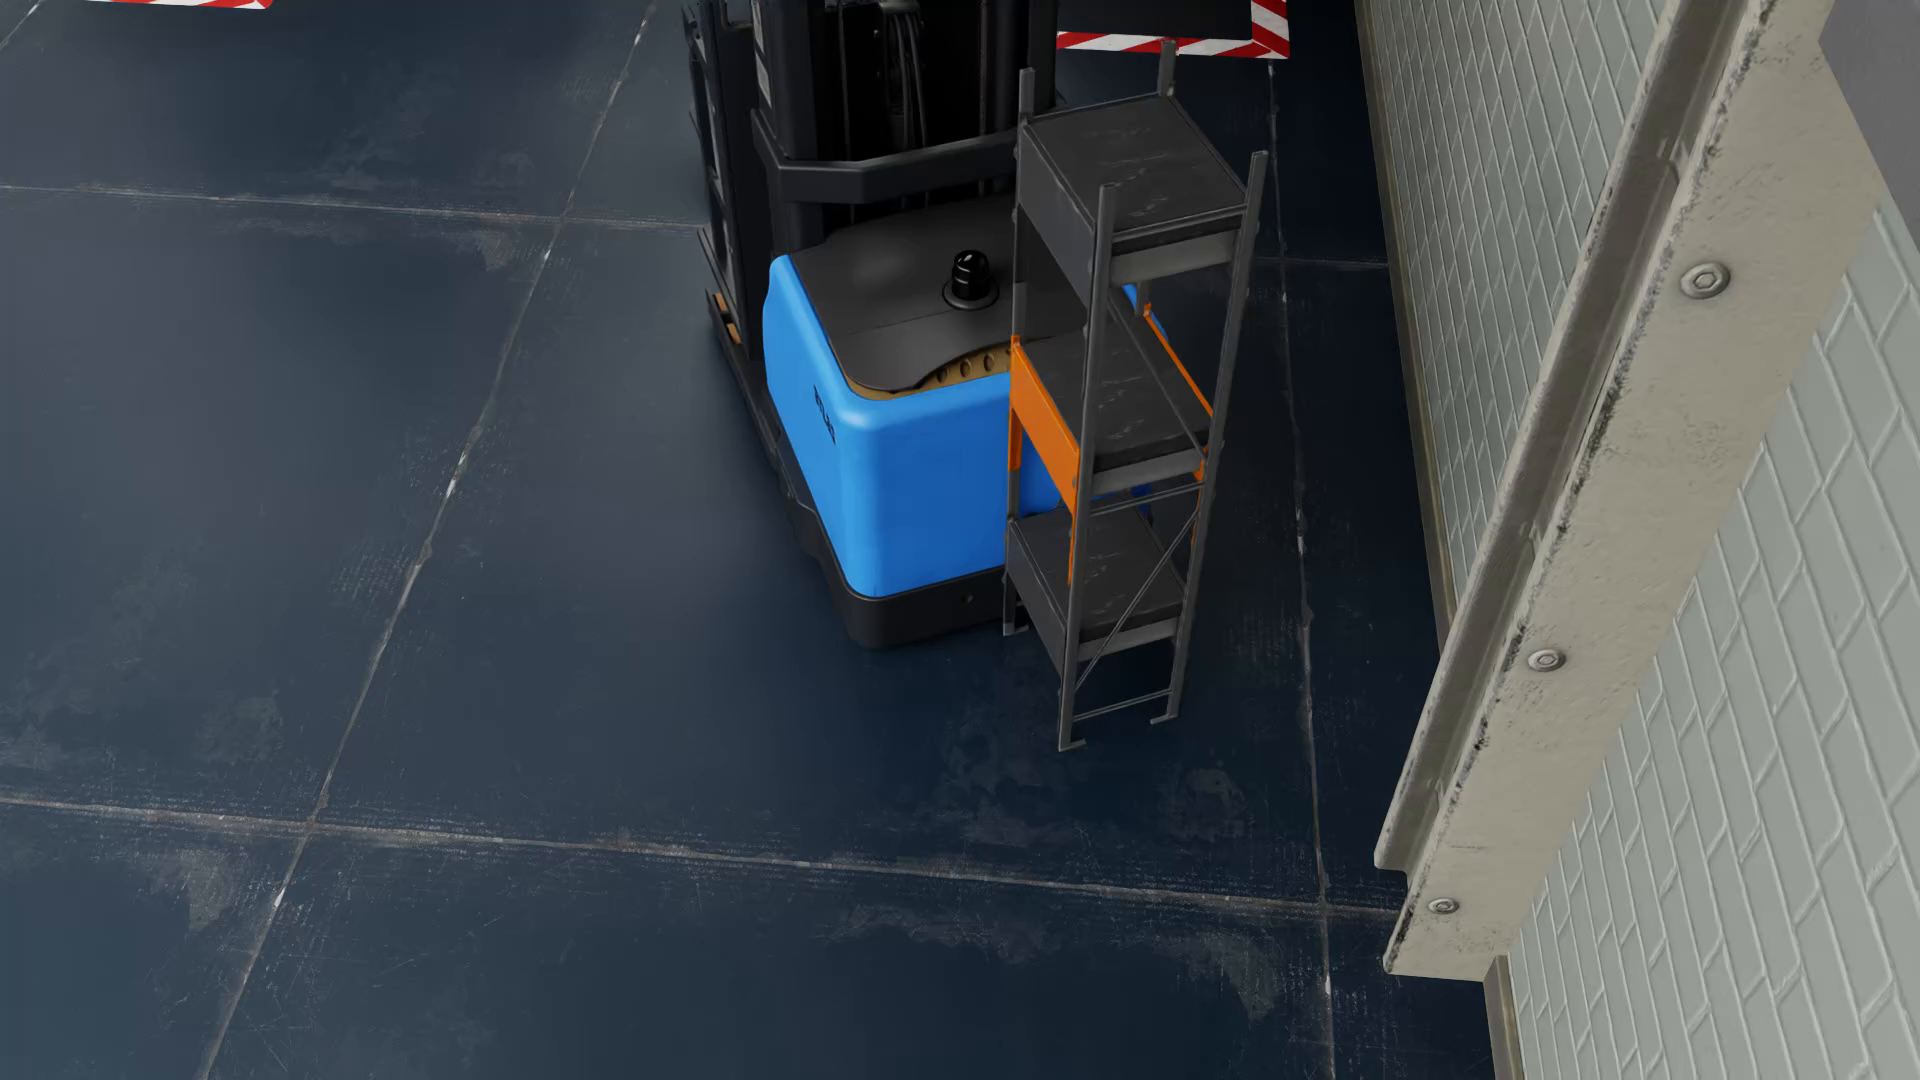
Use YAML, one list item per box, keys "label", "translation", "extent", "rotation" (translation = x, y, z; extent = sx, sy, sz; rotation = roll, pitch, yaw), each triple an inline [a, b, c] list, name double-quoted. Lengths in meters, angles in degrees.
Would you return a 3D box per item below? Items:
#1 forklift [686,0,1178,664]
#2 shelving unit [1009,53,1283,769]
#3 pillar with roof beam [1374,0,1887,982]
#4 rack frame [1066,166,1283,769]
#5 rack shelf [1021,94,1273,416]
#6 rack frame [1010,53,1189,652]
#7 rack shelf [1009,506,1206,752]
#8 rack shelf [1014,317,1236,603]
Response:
- label: "forklift"
  translation: [-0.318, -1.705, 5.323]
  extent: [1.130, 2.935, 3.031]
  rotation: [-15, 49, -13]
- label: "shelving unit"
  translation: [0.435, -0.228, 4.536]
  extent: [0.431, 2.100, 0.503]
  rotation: [-15, 49, -13]
- label: "pillar with roof beam"
  translation: [-2.930, -2.252, 1.712]
  extent: [9.100, 9.000, 0.400]
  rotation: [4, 48, 4]
- label: "rack frame"
  translation: [0.517, -0.059, 4.381]
  extent: [0.400, 2.100, 0.015]
  rotation: [-15, 49, -13]
- label: "rack shelf"
  translation: [0.435, -0.692, 4.029]
  extent: [0.431, 0.518, 0.480]
  rotation: [-15, 49, -13]
- label: "rack frame"
  translation: [0.354, -0.398, 4.691]
  extent: [0.400, 2.100, 0.015]
  rotation: [-15, 49, -13]
- label: "rack shelf"
  translation: [0.435, 0.253, 5.063]
  extent: [0.431, 0.518, 0.480]
  rotation: [-15, 49, -13]
- label: "rack shelf"
  translation: [0.435, -0.219, 4.546]
  extent: [0.431, 0.518, 0.480]
  rotation: [-15, 49, -13]
